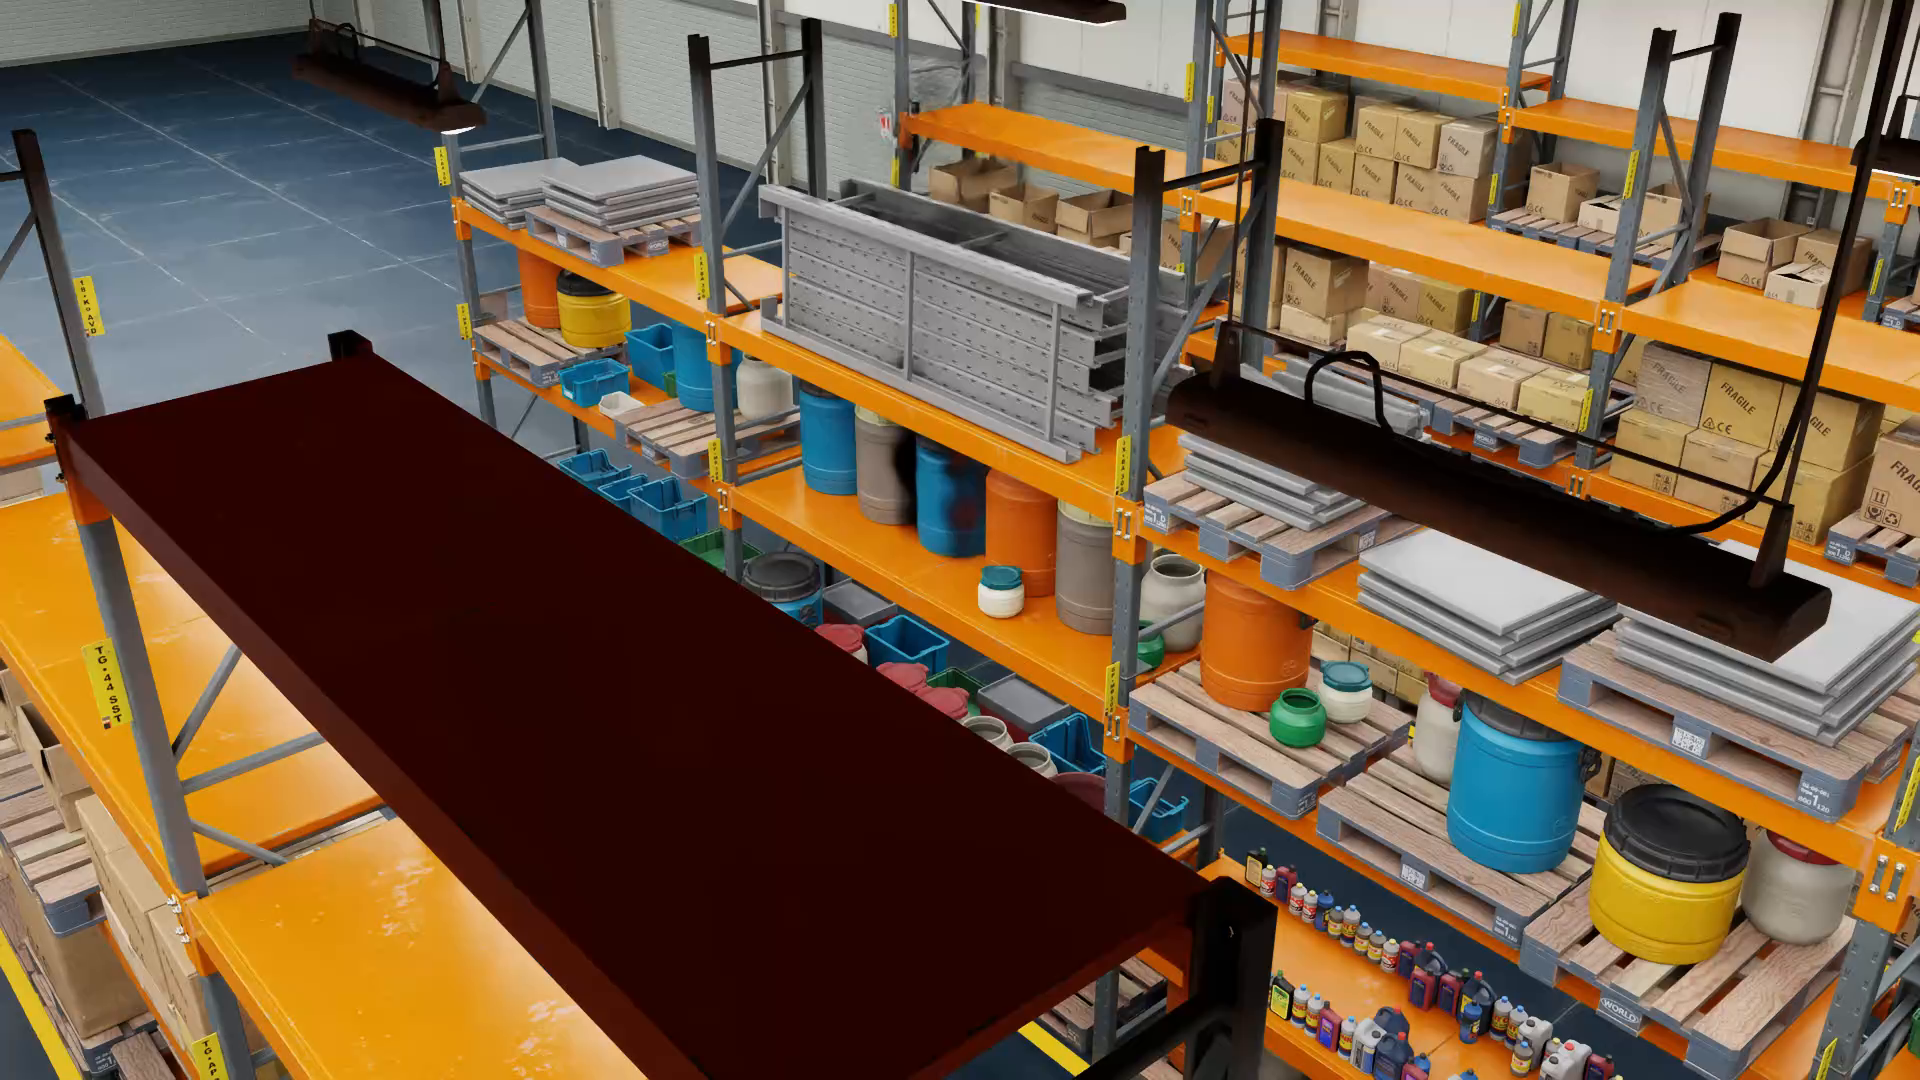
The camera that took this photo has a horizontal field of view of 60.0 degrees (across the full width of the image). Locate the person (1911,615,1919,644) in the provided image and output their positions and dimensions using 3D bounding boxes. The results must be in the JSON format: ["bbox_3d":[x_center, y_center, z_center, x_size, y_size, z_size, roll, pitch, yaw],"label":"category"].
[{"bbox_3d":[7.411,1.219,13.243,0.733,1.755,0.812,-21,34,-35],"label":"person"}]
